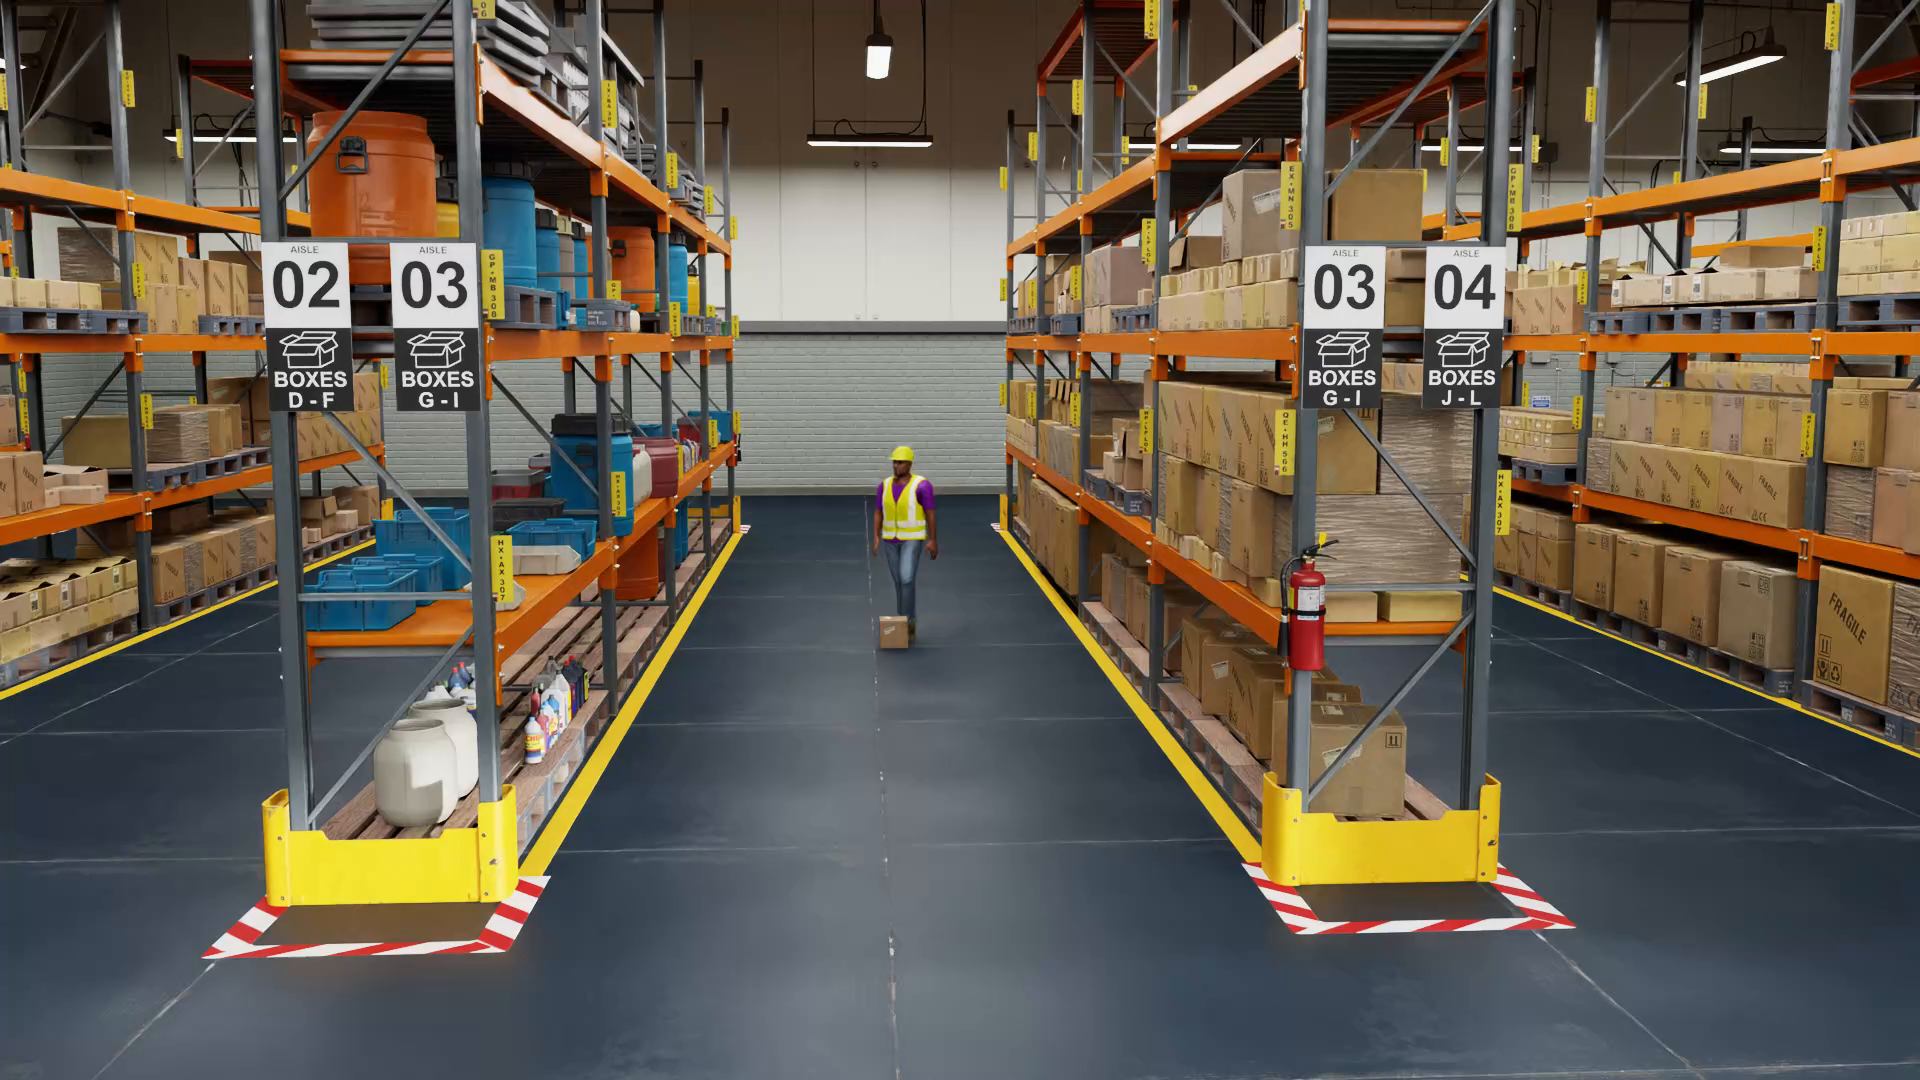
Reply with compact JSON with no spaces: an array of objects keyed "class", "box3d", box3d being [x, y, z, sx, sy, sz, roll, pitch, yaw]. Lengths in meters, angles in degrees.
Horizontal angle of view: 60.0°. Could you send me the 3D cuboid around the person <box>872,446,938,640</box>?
[{"class":"person","box3d":[-0.543,0.042,15.467,0.596,1.828,0.602,4,8,27]}]
